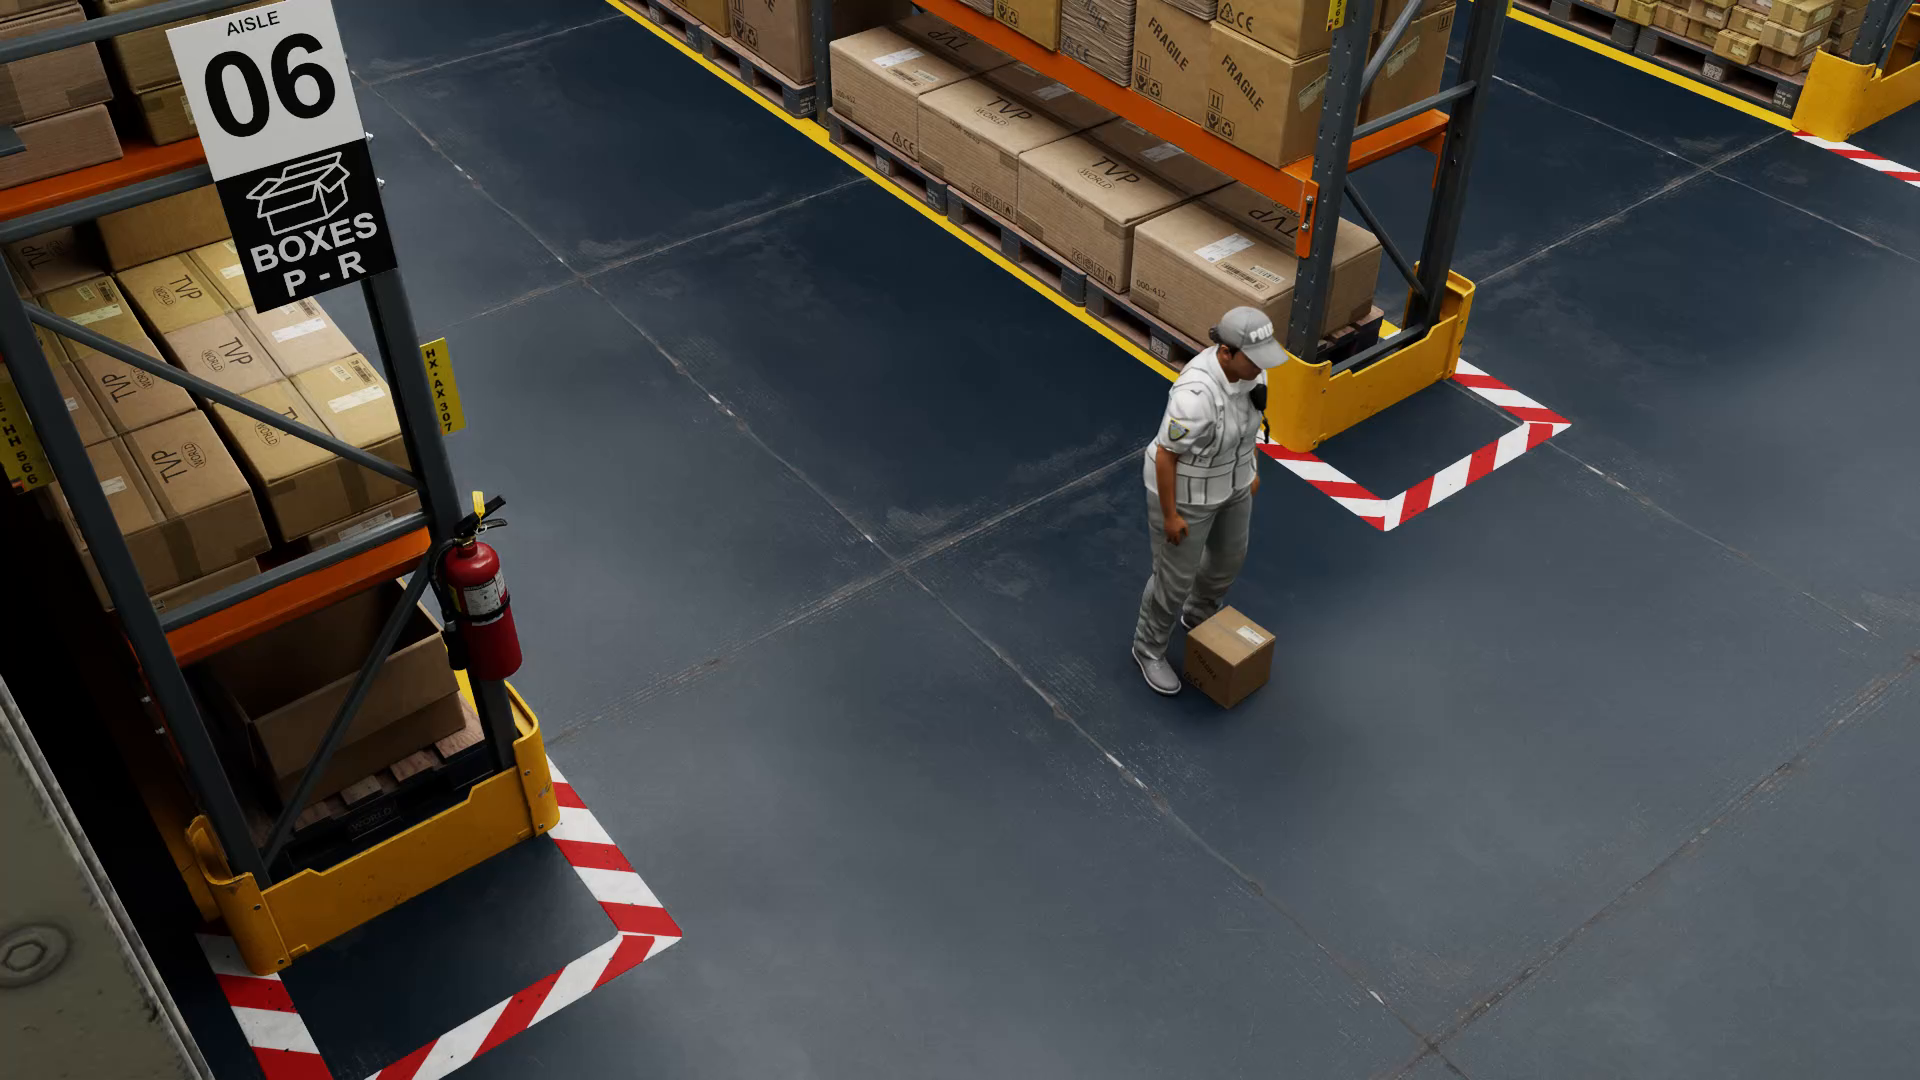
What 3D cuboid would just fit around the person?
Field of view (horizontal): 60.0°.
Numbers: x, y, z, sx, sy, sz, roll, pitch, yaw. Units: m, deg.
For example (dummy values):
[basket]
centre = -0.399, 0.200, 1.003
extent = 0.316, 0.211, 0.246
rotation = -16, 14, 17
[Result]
[person]
centre = 0.946, -0.179, 6.360
extent = 0.564, 1.667, 0.465
rotation = -29, 48, -30
